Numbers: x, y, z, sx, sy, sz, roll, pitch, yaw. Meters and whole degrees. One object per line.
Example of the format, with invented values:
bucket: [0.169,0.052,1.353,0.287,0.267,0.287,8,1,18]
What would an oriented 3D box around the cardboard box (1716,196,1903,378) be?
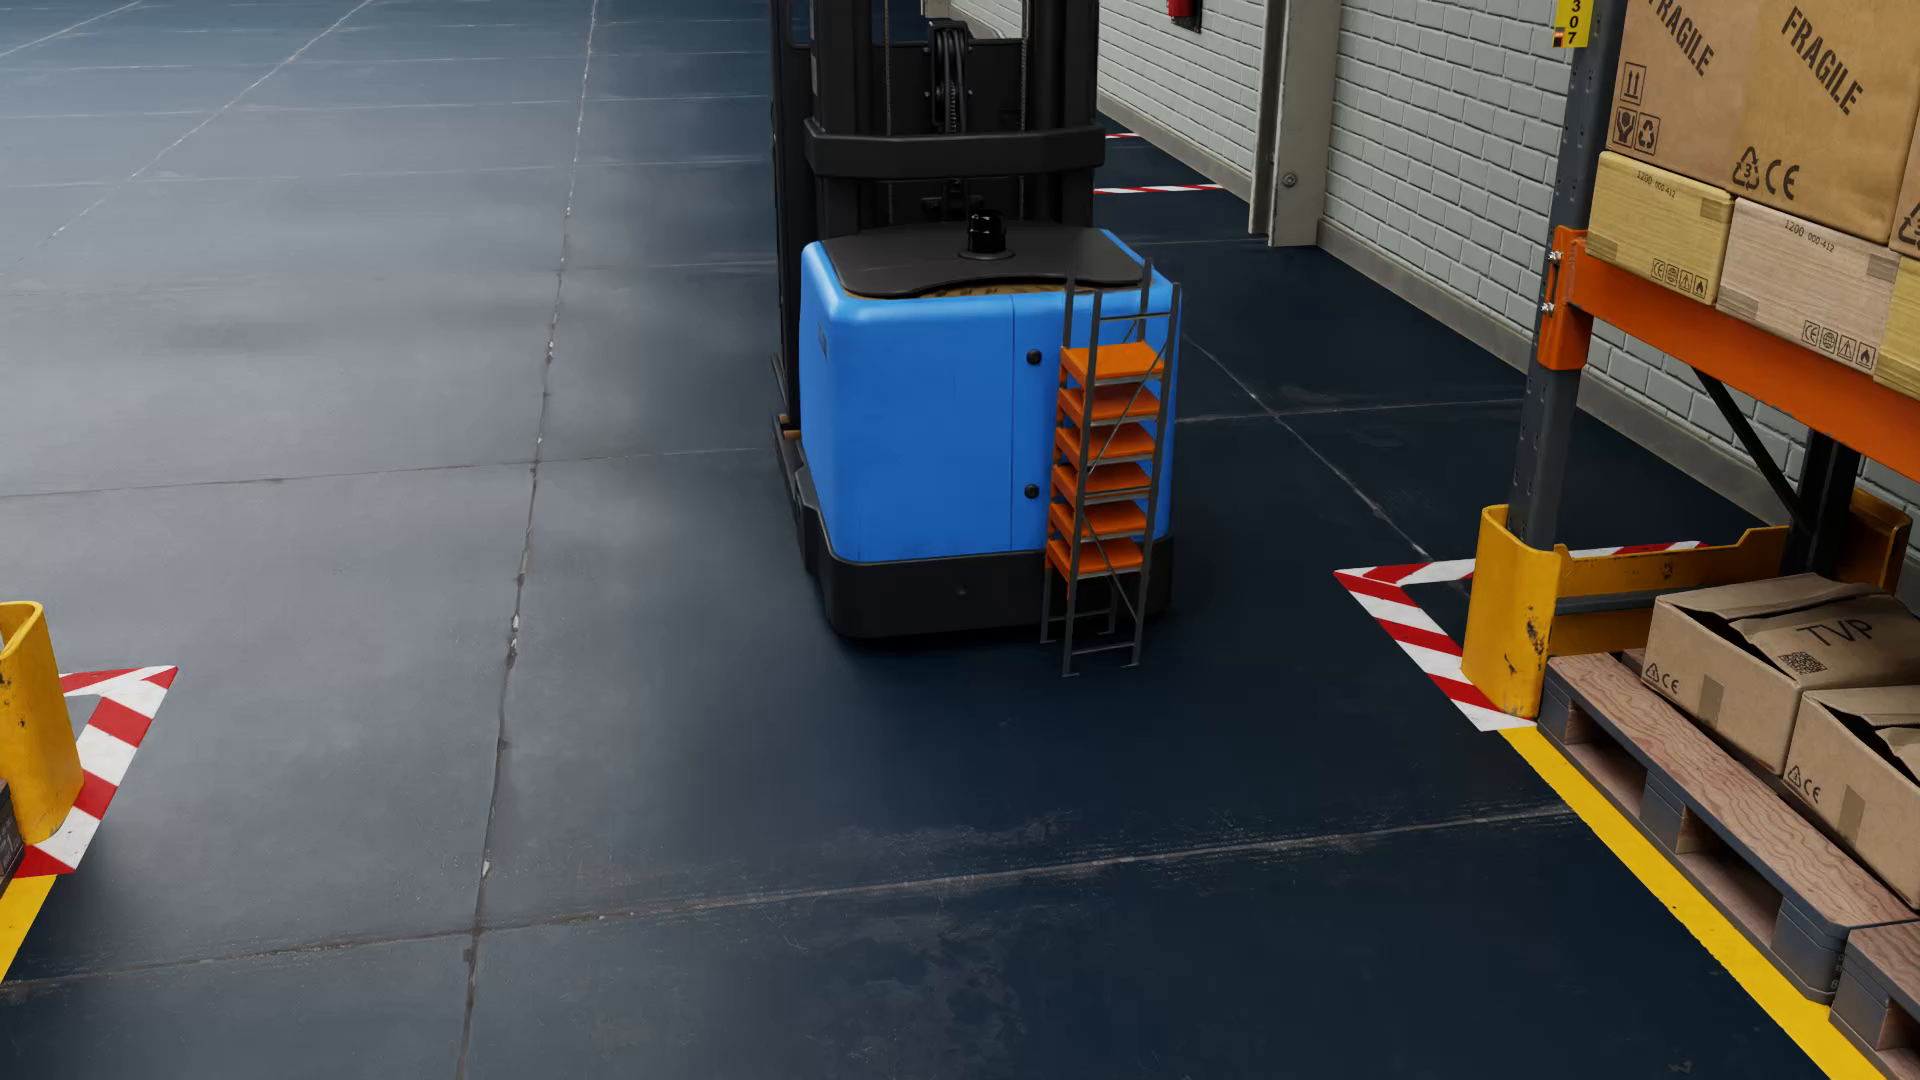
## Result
cardboard box: [1.938,-0.538,3.397,0.500,0.250,0.500,-5,24,-11]

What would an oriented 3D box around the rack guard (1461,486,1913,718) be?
rack guard: [2.064,0.159,4.761,1.175,0.500,0.348,-4,24,-10]

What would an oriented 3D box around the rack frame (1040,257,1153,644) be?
rack frame: [0.377,-0.222,4.711,0.240,1.200,0.006,-7,32,-17]

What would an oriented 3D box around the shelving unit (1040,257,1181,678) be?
shelving unit: [0.405,-0.177,4.637,0.258,1.200,0.189,-7,32,-17]

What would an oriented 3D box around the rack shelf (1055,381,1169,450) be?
rack shelf: [0.412,-0.345,4.538,0.258,0.103,0.180,-7,32,-17]

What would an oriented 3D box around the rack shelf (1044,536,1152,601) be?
rack shelf: [0.394,0.068,4.780,0.258,0.103,0.180,-7,32,-17]

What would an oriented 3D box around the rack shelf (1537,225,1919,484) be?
rack shelf: [2.420,0.100,2.672,1.077,0.370,4.000,-4,24,-10]

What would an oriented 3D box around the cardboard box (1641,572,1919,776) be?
cardboard box: [2.089,0.293,4.141,0.500,0.311,0.500,-7,25,-16]

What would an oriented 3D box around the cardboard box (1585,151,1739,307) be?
cardboard box: [1.828,-0.741,3.862,0.500,0.250,0.500,-5,24,-11]

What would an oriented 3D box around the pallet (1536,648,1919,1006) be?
pallet: [2.179,0.614,4.081,1.003,0.211,1.213,-4,24,-10]

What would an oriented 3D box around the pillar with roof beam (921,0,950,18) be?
pillar with roof beam: [-4.530,-10.316,18.126,9.100,9.000,0.400,-4,24,-10]

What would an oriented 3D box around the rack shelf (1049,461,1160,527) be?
rack shelf: [0.403,-0.138,4.659,0.258,0.103,0.180,-7,32,-17]

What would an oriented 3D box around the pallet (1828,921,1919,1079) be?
pallet: [2.401,1.093,2.985,1.003,0.211,1.213,-4,24,-10]

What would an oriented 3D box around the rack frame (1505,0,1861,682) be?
rack frame: [2.050,-1.016,4.329,1.000,3.000,0.127,-4,24,-10]

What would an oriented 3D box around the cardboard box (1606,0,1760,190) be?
cardboard box: [1.843,-1.090,3.724,0.500,0.500,0.500,-4,24,-10]

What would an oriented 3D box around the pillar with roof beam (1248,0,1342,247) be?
pillar with roof beam: [-2.311,-5.596,7.319,9.100,9.000,0.400,-4,24,-10]

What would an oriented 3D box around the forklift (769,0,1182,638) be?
forklift: [-0.127,-1.614,5.784,1.130,2.935,3.031,-4,24,-10]

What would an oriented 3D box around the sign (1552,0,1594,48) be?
sign: [1.517,-1.373,4.064,0.100,0.325,0.005,-4,24,-10]

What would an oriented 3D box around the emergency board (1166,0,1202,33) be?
emergency board: [1.500,-4.140,11.481,0.194,1.169,0.643,-4,24,-10]

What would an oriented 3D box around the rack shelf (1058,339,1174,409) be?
rack shelf: [0.417,-0.449,4.477,0.258,0.103,0.180,-7,32,-17]

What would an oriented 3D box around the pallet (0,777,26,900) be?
pallet: [-2.635,0.927,3.363,1.003,0.211,1.213,-4,24,-10]

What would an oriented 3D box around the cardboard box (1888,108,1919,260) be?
cardboard box: [2.014,-0.692,2.811,0.500,0.500,0.500,-5,24,-11]

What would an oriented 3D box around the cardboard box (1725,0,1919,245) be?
cardboard box: [1.924,-0.895,3.277,0.500,0.500,0.500,-4,24,-10]

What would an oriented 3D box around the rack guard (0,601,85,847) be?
rack guard: [-2.822,0.488,4.008,1.175,0.500,0.348,-4,24,-10]

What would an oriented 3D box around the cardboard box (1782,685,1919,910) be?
cardboard box: [2.195,0.517,3.627,0.500,0.311,0.500,-2,24,-5]

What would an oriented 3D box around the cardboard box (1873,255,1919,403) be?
cardboard box: [2.026,-0.337,2.937,0.500,0.250,0.500,-5,24,-11]

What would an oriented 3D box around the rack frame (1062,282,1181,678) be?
rack frame: [0.433,-0.132,4.562,0.240,1.200,0.006,-7,32,-17]

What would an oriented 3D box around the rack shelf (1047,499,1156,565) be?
rack shelf: [0.399,-0.035,4.720,0.258,0.103,0.180,-7,32,-17]

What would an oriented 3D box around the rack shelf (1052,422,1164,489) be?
rack shelf: [0.408,-0.242,4.598,0.258,0.103,0.180,-7,32,-17]
